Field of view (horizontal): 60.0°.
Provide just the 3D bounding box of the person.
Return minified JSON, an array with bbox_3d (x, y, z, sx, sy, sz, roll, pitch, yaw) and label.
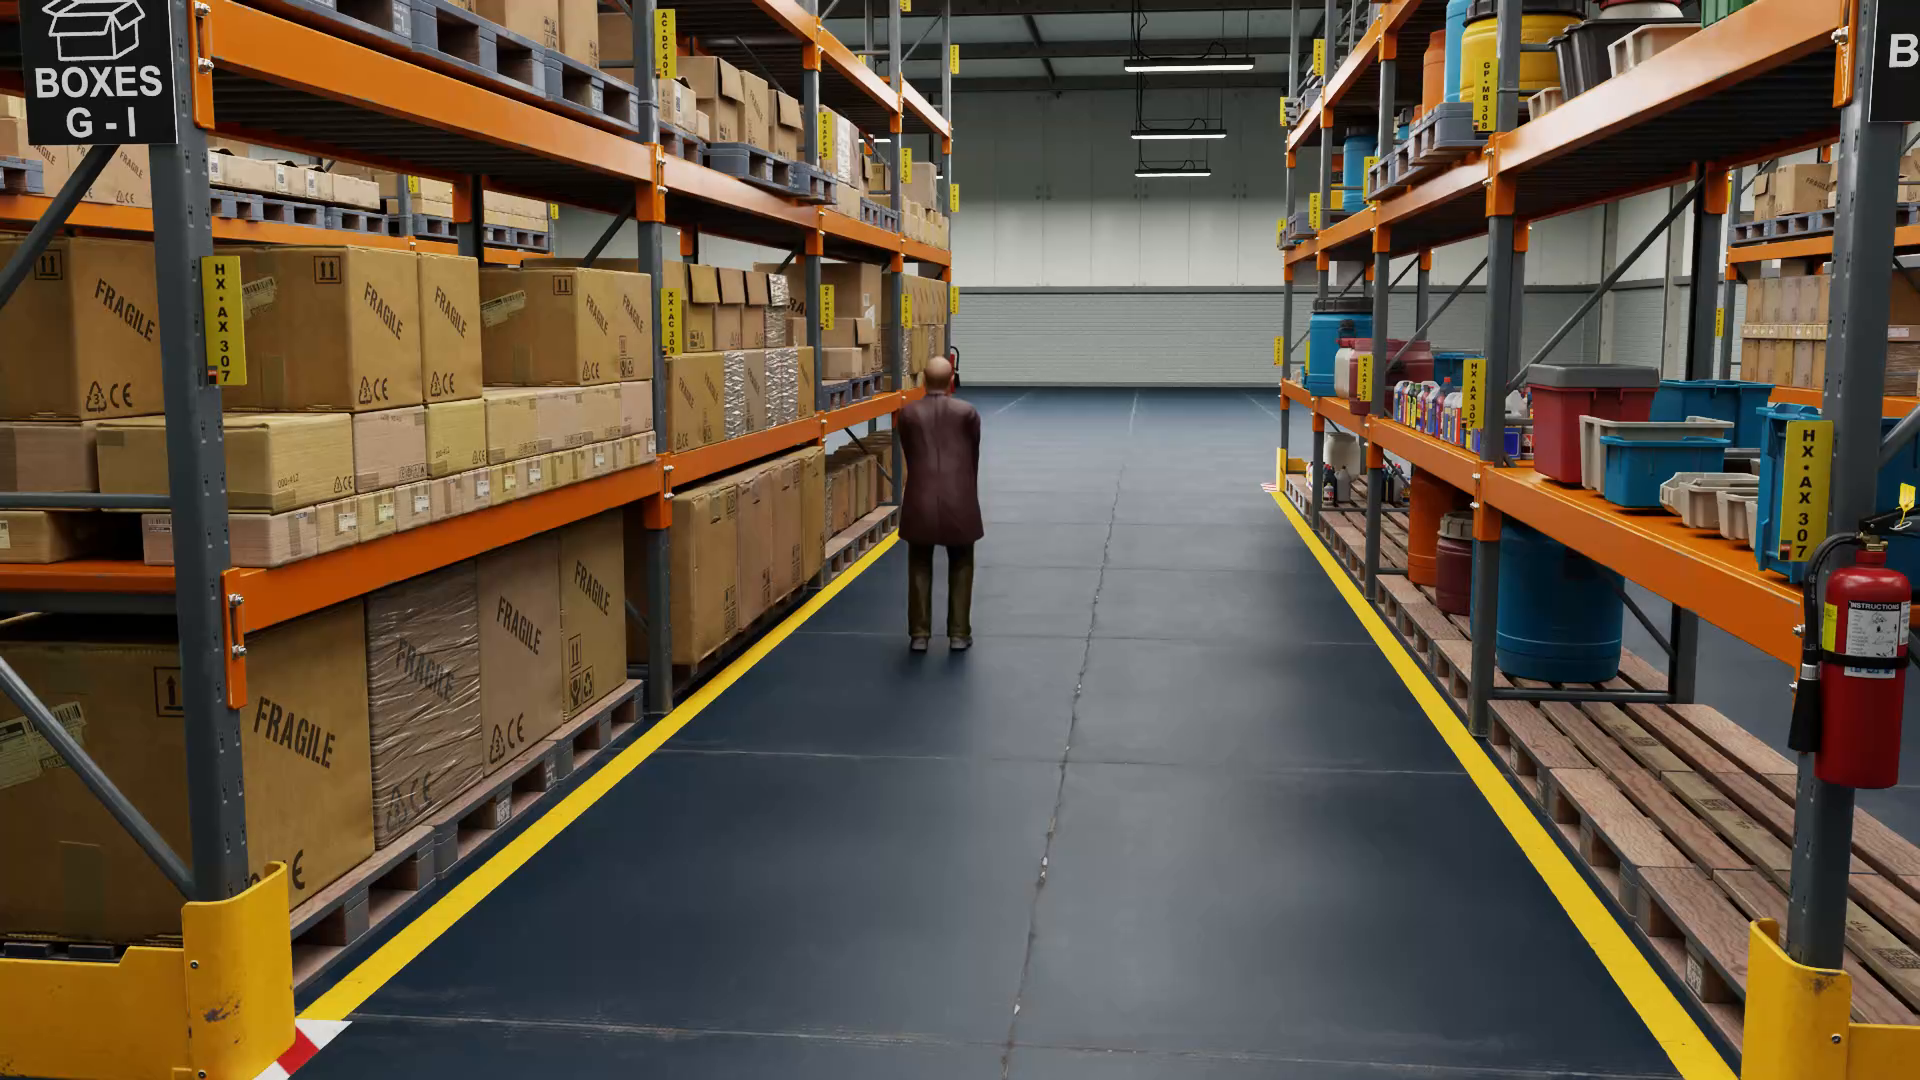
[{"bbox_3d":[-0.116,-0.233,10.141,0.521,1.779,0.548,1,7,6],"label":"person"}]
